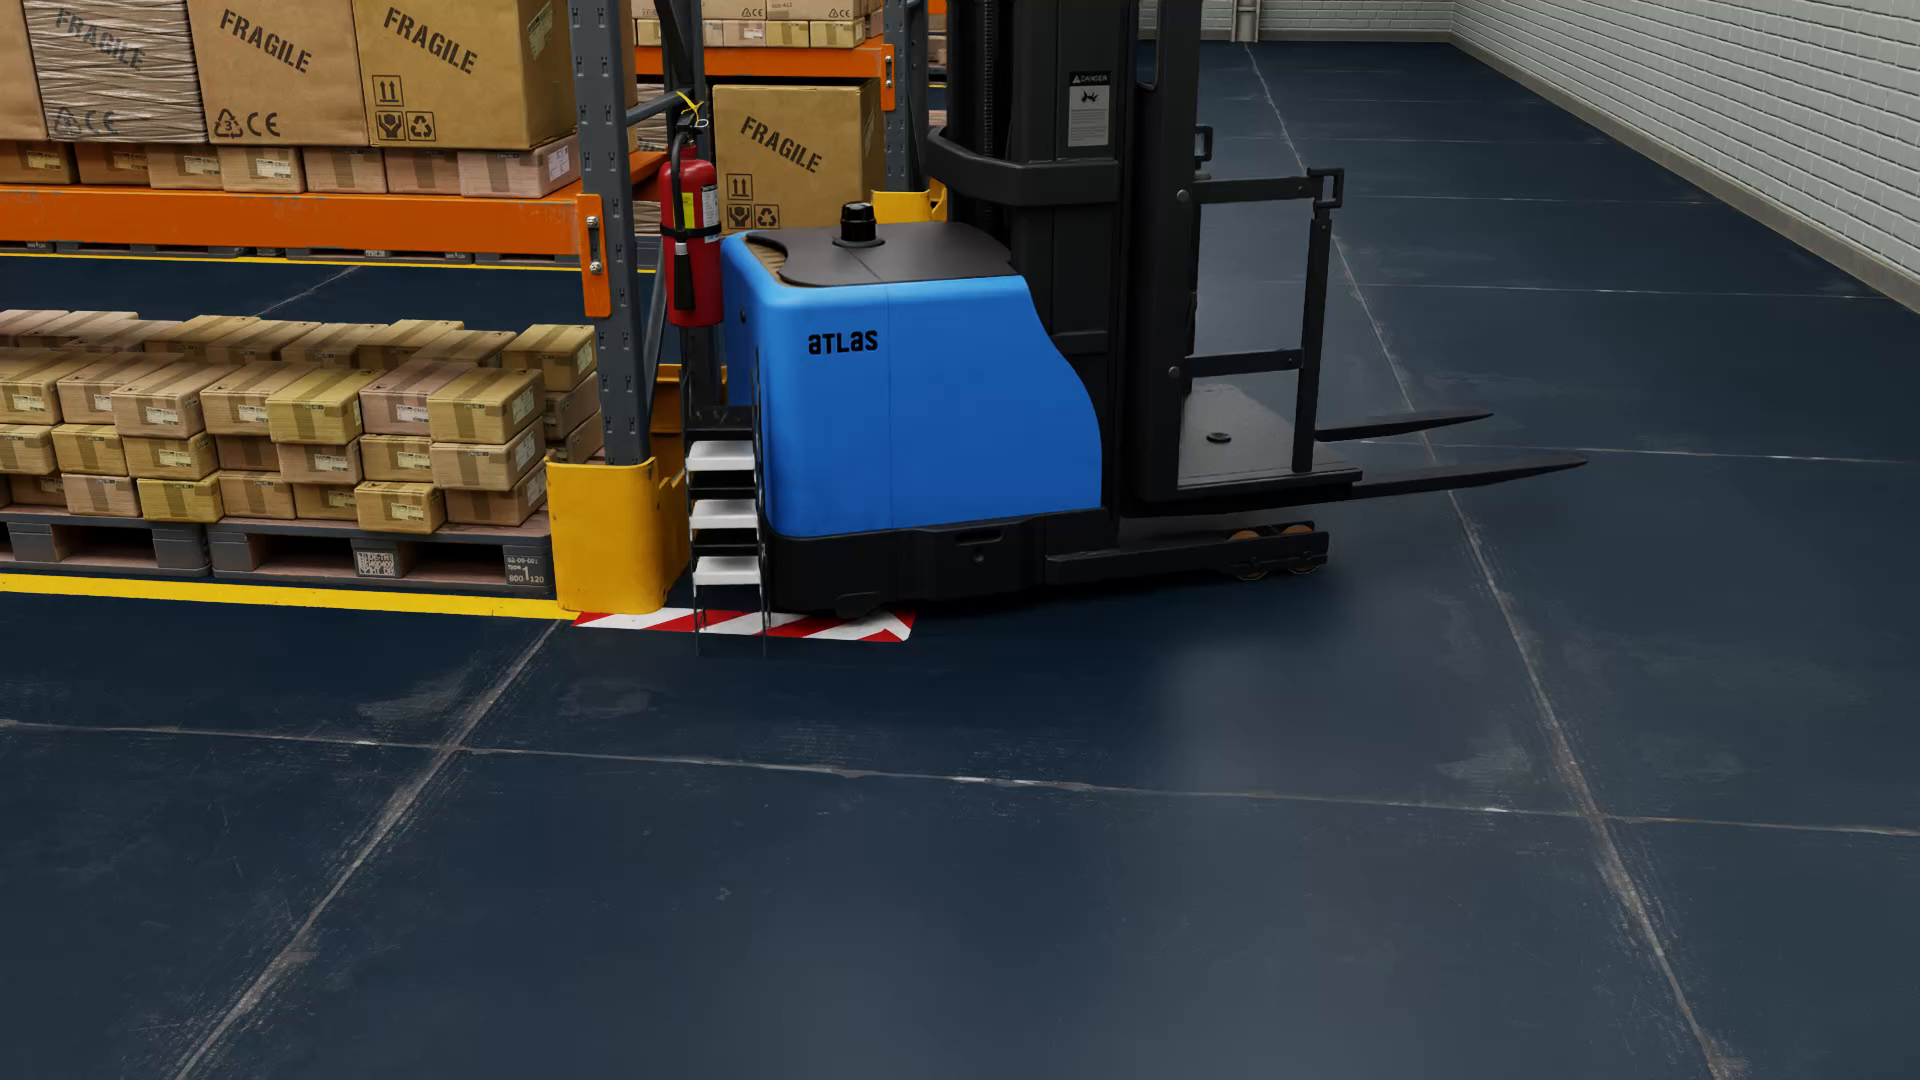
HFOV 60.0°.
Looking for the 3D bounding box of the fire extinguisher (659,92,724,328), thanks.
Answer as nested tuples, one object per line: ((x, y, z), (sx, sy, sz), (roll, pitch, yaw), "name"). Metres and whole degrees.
((-0.805, -0.981, 4.953), (0.183, 0.674, 0.296), (2, 22, 6), "fire extinguisher")

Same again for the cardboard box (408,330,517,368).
((-1.769, -0.630, 5.952), (0.250, 0.149, 0.380), (3, 22, 7), "cardboard box")

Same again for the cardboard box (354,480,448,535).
((-1.815, -0.160, 5.571), (0.250, 0.149, 0.380), (3, 22, 8), "cardboard box")

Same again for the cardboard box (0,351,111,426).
((-3.106, -0.521, 5.676), (0.250, 0.149, 0.380), (3, 22, 7), "cardboard box")

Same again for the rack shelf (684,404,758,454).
((-0.700, -0.330, 4.907), (0.200, 0.077, 0.258), (-1, 22, -2), "rack shelf")

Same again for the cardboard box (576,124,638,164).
((-1.284, -1.386, 5.708), (0.250, 0.149, 0.380), (2, 22, 6), "cardboard box")

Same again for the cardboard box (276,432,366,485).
((-2.075, -0.318, 5.566), (0.250, 0.149, 0.380), (2, 22, 4), "cardboard box")

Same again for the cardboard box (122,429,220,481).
((-2.591, -0.336, 5.610), (0.250, 0.149, 0.380), (3, 22, 7), "cardboard box")

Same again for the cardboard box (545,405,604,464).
((-1.483, -0.379, 6.124), (0.250, 0.149, 0.380), (3, 22, 7), "cardboard box")

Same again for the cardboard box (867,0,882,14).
((-0.762, -3.364, 10.168), (0.500, 0.250, 0.500), (2, 22, 5), "cardboard box")

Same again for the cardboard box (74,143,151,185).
((-2.627, -1.251, 5.367), (0.250, 0.149, 0.380), (2, 22, 4), "cardboard box")

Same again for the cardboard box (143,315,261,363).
((-2.790, -0.712, 6.158), (0.250, 0.149, 0.380), (3, 22, 7), "cardboard box")

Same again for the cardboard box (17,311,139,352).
((-3.285, -0.739, 6.226), (0.250, 0.149, 0.380), (2, 22, 4), "cardboard box")

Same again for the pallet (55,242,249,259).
((-5.064, -2.058, 10.859), (1.213, 0.211, 1.003), (2, 22, 6), "pallet")

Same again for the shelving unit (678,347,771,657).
((-0.700, -0.110, 4.995), (0.210, 0.900, 0.258), (-1, 22, -2), "shelving unit")

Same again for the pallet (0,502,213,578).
((-3.087, -0.178, 6.102), (1.213, 0.211, 1.003), (2, 22, 6), "pallet")

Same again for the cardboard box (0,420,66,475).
((-3.120, -0.355, 5.660), (0.250, 0.149, 0.380), (3, 22, 7), "cardboard box")

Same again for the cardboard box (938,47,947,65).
((-0.108, -5.664, 19.441), (0.250, 0.166, 0.380), (2, 22, 6), "cardboard box")

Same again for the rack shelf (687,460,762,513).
((-0.700, -0.163, 4.974), (0.200, 0.077, 0.258), (-1, 22, -2), "rack shelf")

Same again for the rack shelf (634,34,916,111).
((-2.303, -2.928, 10.245), (4.000, 0.370, 1.077), (2, 22, 6), "rack shelf")

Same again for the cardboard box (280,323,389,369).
((-2.260, -0.669, 6.048), (0.250, 0.149, 0.380), (1, 22, 4), "cardboard box")

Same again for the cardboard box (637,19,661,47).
((-1.723, -2.998, 9.785), (0.250, 0.149, 0.380), (2, 22, 5), "cardboard box")

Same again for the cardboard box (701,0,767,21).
((-1.333, -3.191, 9.730), (0.500, 0.250, 0.500), (2, 22, 5), "cardboard box")

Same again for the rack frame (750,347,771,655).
((-0.598, -0.112, 4.999), (0.006, 0.900, 0.240), (-1, 22, -2), "rack frame")

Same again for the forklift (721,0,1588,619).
((0.746, -1.405, 5.507), (3.031, 2.935, 1.130), (-6, 22, -15), "forklift")

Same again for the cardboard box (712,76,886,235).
((-0.962, -2.382, 10.203), (0.875, 0.875, 0.875), (2, 22, 6), "cardboard box")

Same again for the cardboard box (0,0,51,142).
((-2.987, -1.548, 5.234), (0.500, 0.500, 0.500), (4, 22, 9), "cardboard box")

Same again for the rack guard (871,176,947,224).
((-0.293, -2.013, 10.350), (0.348, 0.500, 1.175), (2, 22, 6), "rack guard")

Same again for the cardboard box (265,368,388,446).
((-2.071, -0.443, 5.477), (0.250, 0.149, 0.380), (2, 22, 5), "cardboard box")

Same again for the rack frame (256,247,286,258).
((-4.289, -3.349, 10.331), (0.127, 3.000, 1.000), (2, 22, 6), "rack frame")

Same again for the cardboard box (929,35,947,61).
((-0.150, -5.867, 19.842), (0.500, 0.250, 0.500), (2, 22, 6), "cardboard box")

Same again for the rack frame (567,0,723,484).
((-1.001, -1.369, 5.324), (0.127, 3.000, 1.000), (2, 22, 6), "rack frame")

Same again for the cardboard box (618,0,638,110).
((-1.414, -1.675, 5.555), (0.500, 0.500, 0.500), (4, 22, 9), "cardboard box")

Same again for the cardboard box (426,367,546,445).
((-1.556, -0.446, 5.485), (0.250, 0.149, 0.380), (3, 22, 7), "cardboard box")

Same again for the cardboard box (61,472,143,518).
((-2.844, -0.216, 5.712), (0.250, 0.149, 0.380), (3, 22, 7), "cardboard box")

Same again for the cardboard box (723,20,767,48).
((-1.218, -2.976, 9.730), (0.250, 0.149, 0.380), (3, 22, 6), "cardboard box")

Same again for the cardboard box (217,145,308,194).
((-2.107, -1.196, 5.227), (0.250, 0.149, 0.380), (3, 22, 8), "cardboard box")

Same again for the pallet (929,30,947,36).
((-0.579, -7.364, 24.280), (1.213, 0.211, 1.003), (2, 22, 6), "pallet")

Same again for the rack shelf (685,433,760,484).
((-0.700, -0.247, 4.941), (0.200, 0.077, 0.258), (-1, 22, -2), "rack shelf")

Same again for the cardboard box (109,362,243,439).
((-2.594, -0.468, 5.542), (0.250, 0.149, 0.380), (3, 22, 8), "cardboard box")

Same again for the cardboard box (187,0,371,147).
((-1.988, -1.504, 5.124), (0.500, 0.500, 0.500), (2, 22, 5), "cardboard box")

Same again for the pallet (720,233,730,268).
((-1.120, -1.885, 10.421), (1.213, 0.211, 1.003), (2, 22, 6), "pallet")

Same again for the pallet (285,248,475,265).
((-3.543, -1.991, 10.688), (1.213, 0.211, 1.003), (2, 22, 6), "pallet")

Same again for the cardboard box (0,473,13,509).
((-3.356, -0.238, 5.768), (0.250, 0.149, 0.380), (2, 22, 5), "cardboard box")

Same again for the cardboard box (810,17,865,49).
((-0.709, -2.954, 9.674), (0.250, 0.149, 0.380), (3, 22, 7), "cardboard box")

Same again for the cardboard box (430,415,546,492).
((-1.558, -0.296, 5.510), (0.250, 0.149, 0.380), (2, 22, 5), "cardboard box")

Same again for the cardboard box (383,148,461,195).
((-1.600, -1.188, 5.207), (0.250, 0.149, 0.380), (2, 22, 6), "cardboard box")

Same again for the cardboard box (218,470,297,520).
((-2.314, -0.209, 5.694), (0.250, 0.149, 0.380), (3, 22, 7), "cardboard box")
